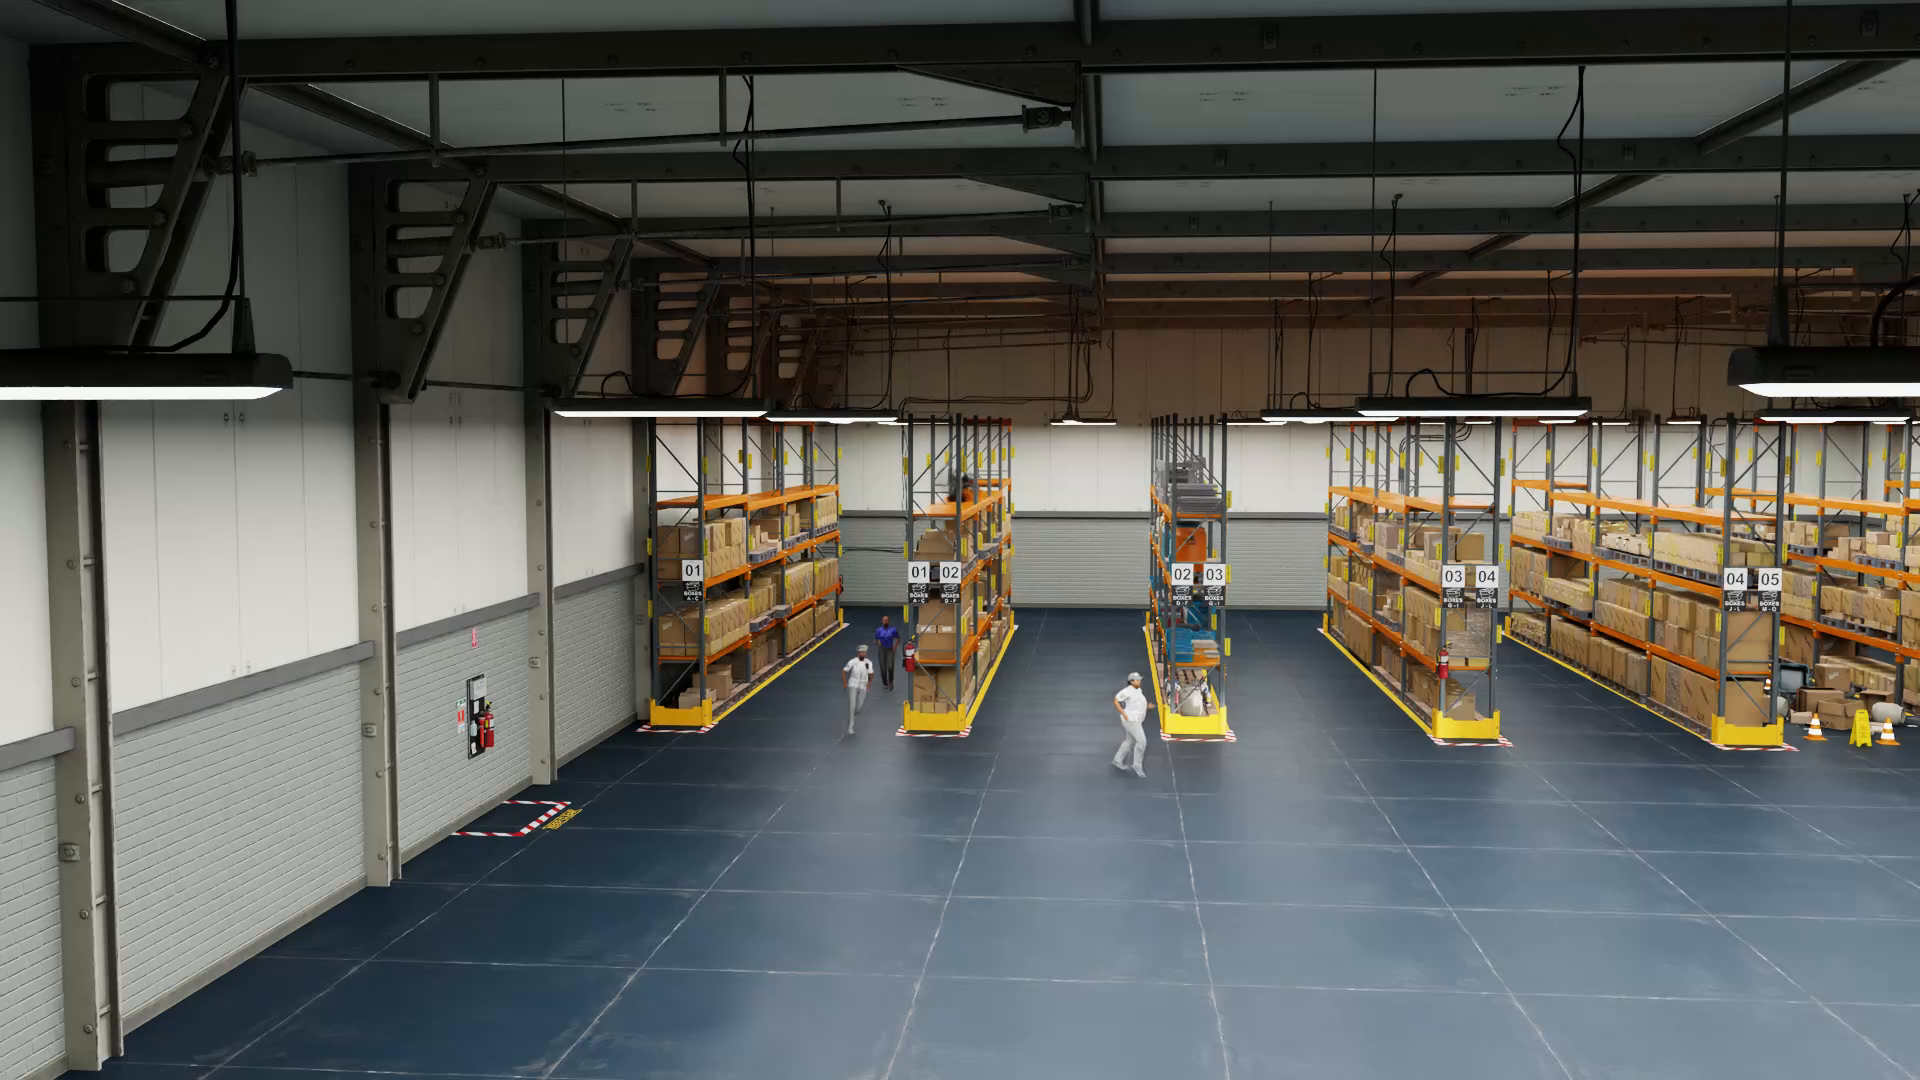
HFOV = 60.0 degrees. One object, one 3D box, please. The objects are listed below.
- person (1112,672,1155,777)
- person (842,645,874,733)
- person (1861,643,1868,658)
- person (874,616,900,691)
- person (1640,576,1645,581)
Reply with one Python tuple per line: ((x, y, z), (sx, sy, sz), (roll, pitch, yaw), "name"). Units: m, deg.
((2.868, 3.051, 27.563), (0.738, 1.728, 0.584), (2, 4, 27), "person")
((-1.931, 2.800, 31.524), (0.614, 1.659, 0.662), (-1, 4, -13), "person")
((21.621, 2.211, 39.684), (0.670, 1.702, 0.687), (0, 4, 6), "person")
((-1.579, 2.456, 35.859), (0.560, 1.641, 0.605), (0, 4, 2), "person")
((19.373, 1.719, 47.142), (0.680, 1.682, 0.617), (1, 4, 14), "person")
